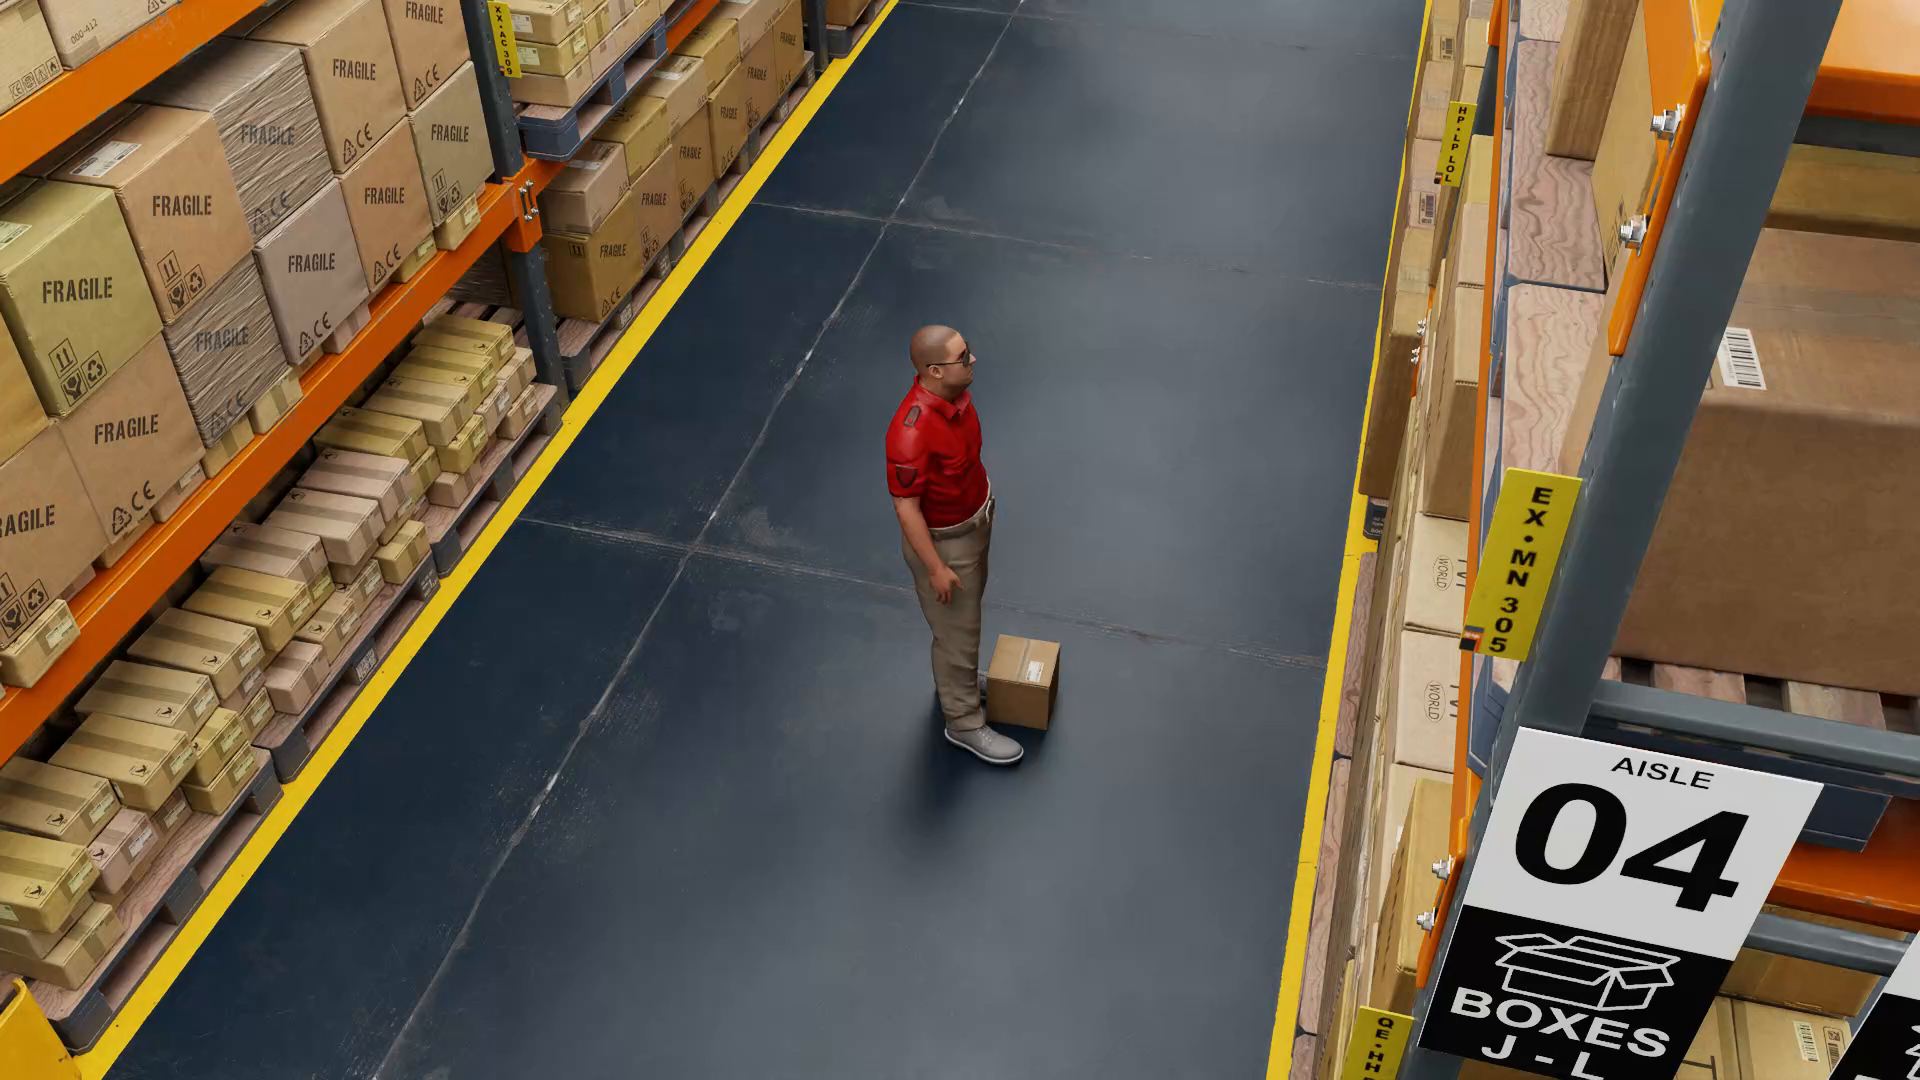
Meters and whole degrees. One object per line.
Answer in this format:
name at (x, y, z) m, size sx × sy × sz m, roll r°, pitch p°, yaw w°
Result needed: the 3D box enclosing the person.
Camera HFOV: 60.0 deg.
person at (0.047, -0.010, 6.168) m, size 0.550 × 1.728 × 0.640 m, roll 10°, pitch 42°, yaw 11°
